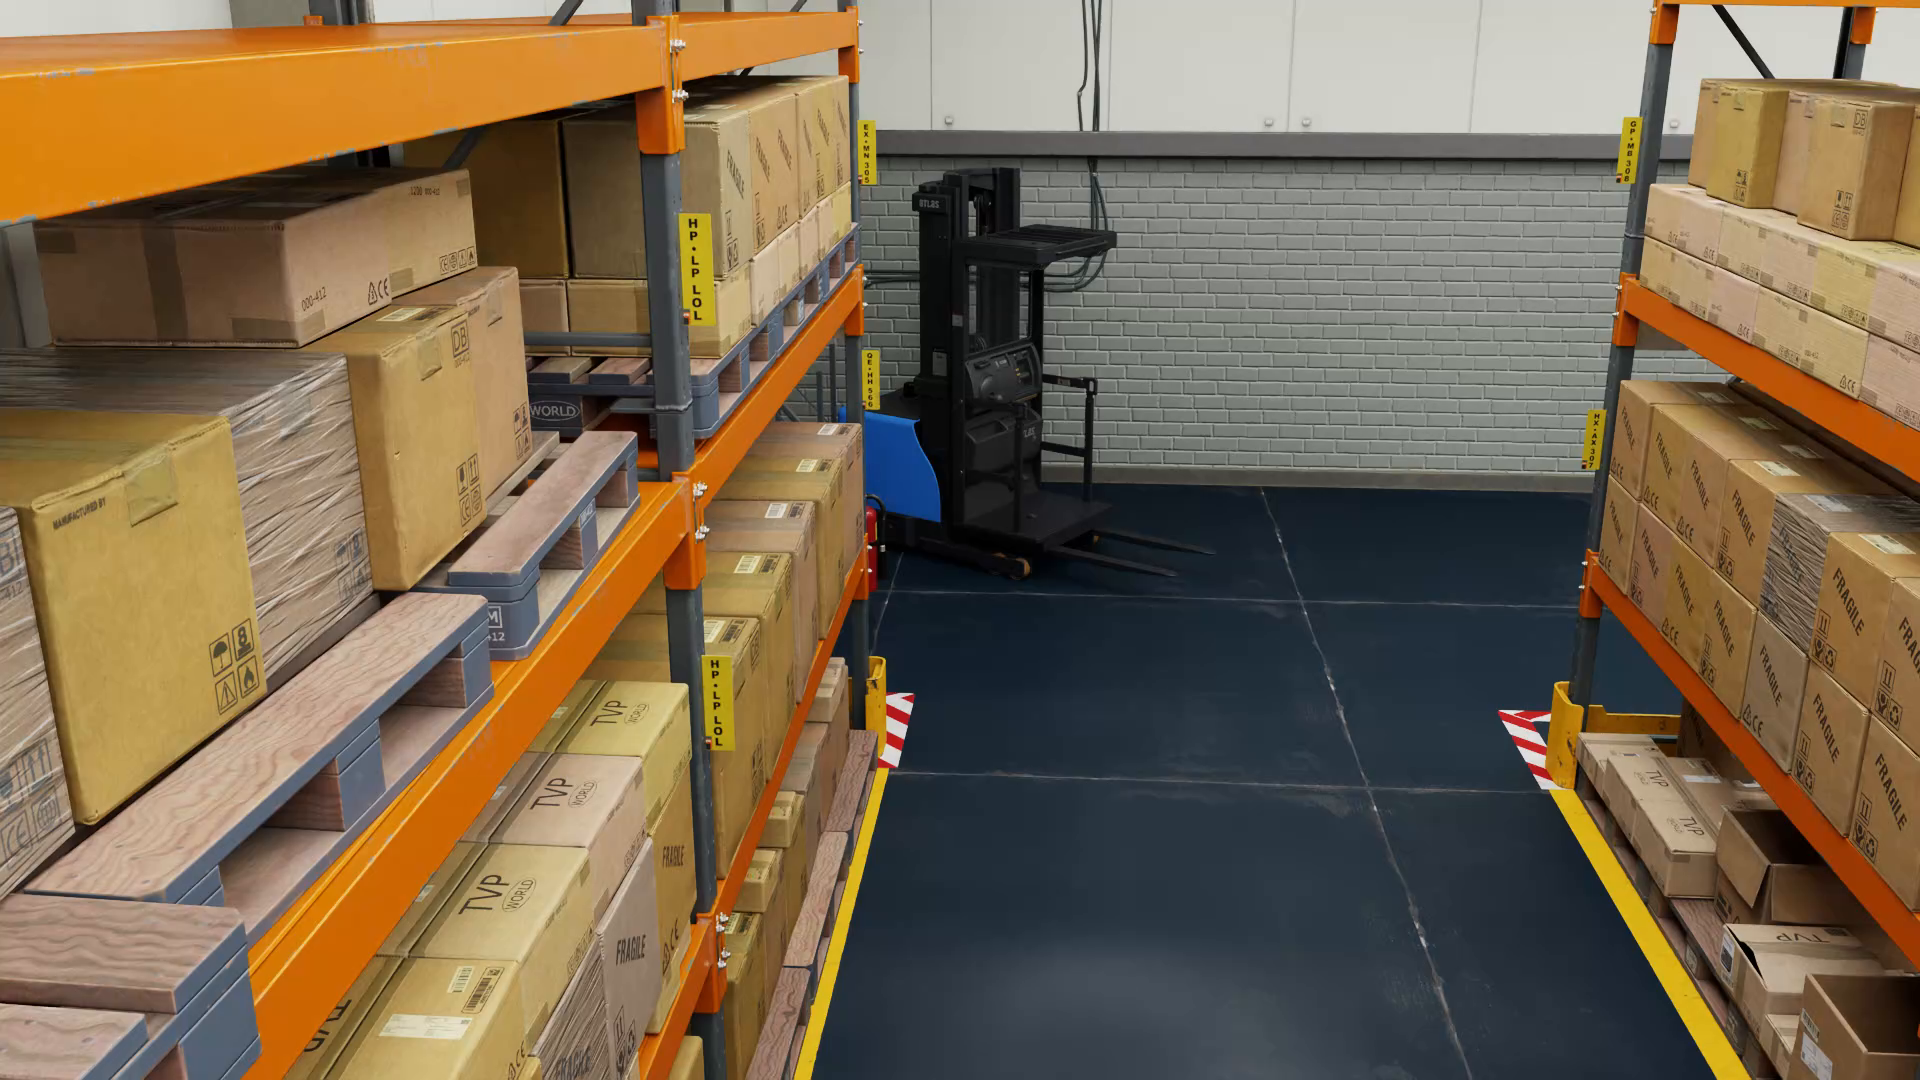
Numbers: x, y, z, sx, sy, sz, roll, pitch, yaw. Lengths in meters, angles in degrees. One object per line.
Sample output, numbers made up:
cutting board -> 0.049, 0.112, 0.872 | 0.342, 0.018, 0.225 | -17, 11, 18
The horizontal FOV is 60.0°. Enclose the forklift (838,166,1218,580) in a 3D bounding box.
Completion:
forklift -> 0.506, -1.280, 12.622 | 3.031, 2.935, 1.130 | 13, 22, 34

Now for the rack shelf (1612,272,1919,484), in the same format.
rack shelf -> 3.771, -0.572, 6.690 | 1.077, 0.370, 4.000 | 1, 18, 4

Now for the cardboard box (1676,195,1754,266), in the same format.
cardboard box -> 3.575, -1.393, 7.476 | 0.500, 0.250, 0.500 | 1, 18, 4

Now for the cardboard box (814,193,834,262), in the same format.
cardboard box -> -0.850, -1.425, 7.544 | 0.500, 0.250, 0.500 | 1, 18, 2

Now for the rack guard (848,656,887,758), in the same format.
rack guard -> -1.025, 0.961, 9.687 | 1.175, 0.500, 0.348 | 1, 18, 4

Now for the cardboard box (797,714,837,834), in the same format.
cardboard box -> -1.013, 1.144, 8.454 | 0.700, 0.500, 0.500 | 1, 18, 4

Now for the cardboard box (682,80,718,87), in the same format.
cardboard box -> -1.365, -1.791, 7.457 | 0.500, 0.500, 0.500 | 1, 18, 3

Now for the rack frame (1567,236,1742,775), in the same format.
rack frame -> 3.915, -0.110, 8.941 | 1.000, 3.000, 0.127 | 1, 18, 4

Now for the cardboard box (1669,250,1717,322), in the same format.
cardboard box -> 3.576, -1.155, 7.554 | 0.500, 0.250, 0.500 | 1, 18, 4

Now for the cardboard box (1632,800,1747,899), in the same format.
cardboard box -> 3.521, 1.461, 7.856 | 0.500, 0.250, 0.500 | 1, 18, 4

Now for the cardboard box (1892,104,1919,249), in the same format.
cardboard box -> 3.832, -1.275, 5.913 | 0.700, 0.500, 0.500 | 1, 18, 4

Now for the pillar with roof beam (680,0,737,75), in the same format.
pillar with roof beam -> 2.598, -3.832, 10.665 | 9.100, 9.000, 0.400 | 1, 18, 4

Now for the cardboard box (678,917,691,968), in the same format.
cardboard box -> -1.055, 1.244, 5.179 | 0.380, 0.149, 0.250 | 1, 18, 4

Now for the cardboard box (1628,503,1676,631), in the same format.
cardboard box -> 3.588, 0.135, 8.033 | 0.500, 0.500, 0.500 | 1, 18, 3

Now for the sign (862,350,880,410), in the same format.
sign -> -0.486, -0.865, 9.007 | 0.100, 0.325, 0.005 | 1, 18, 4

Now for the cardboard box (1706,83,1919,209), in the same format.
cardboard box -> 3.774, -1.744, 7.346 | 0.700, 0.500, 0.500 | 1, 18, 4

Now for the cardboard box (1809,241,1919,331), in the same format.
cardboard box -> 3.470, -0.927, 6.055 | 0.500, 0.250, 0.500 | 1, 18, 4

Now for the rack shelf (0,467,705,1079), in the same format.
rack shelf -> -1.456, 0.561, 3.232 | 1.077, 0.370, 4.000 | 1, 18, 4

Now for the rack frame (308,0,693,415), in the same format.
rack frame -> -1.313, -1.828, 4.549 | 1.000, 3.000, 0.127 | 1, 18, 4

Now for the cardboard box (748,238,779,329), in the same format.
cardboard box -> -0.950, -0.945, 6.077 | 0.500, 0.250, 0.500 | 1, 18, 3

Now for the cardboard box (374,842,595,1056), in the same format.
cardboard box -> -1.174, 0.936, 3.874 | 0.500, 0.250, 0.500 | 2, 18, 5

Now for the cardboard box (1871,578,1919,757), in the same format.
cardboard box -> 3.406, 0.447, 5.475 | 0.500, 0.500, 0.500 | 1, 18, 4

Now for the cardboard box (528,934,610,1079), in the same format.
cardboard box -> -1.166, 1.288, 4.004 | 0.500, 0.500, 0.500 | 1, 18, 4

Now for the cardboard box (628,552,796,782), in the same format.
cardboard box -> -1.200, 0.486, 6.641 | 0.980, 0.700, 0.700 | 1, 18, 3

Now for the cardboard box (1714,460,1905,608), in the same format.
cardboard box -> 3.514, -0.025, 6.915 | 0.500, 0.500, 0.500 | 1, 18, 3

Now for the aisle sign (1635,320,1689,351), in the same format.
aisle sign -> 3.627, -1.373, 8.620 | 0.394, 0.787, 0.004 | 1, 18, 4

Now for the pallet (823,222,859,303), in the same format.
pallet -> -1.069, -1.372, 8.117 | 1.003, 0.211, 1.213 | 1, 18, 4

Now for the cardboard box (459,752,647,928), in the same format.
cardboard box -> -1.138, 0.778, 4.357 | 0.500, 0.250, 0.500 | 2, 18, 5

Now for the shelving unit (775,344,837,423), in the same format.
shelving unit -> -1.272, -0.711, 13.184 | 0.538, 1.500, 1.048 | 0, 18, 1

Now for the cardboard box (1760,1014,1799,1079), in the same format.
cardboard box -> 3.353, 1.977, 6.444 | 0.380, 0.149, 0.250 | 1, 18, 4

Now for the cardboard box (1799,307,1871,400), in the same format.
cardboard box -> 3.471, -0.689, 6.132 | 0.500, 0.250, 0.500 | 1, 18, 4

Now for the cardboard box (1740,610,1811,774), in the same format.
cardboard box -> 3.478, 0.604, 6.601 | 0.500, 0.500, 0.500 | 2, 18, 5

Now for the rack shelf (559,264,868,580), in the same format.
rack shelf -> -1.170, -0.682, 7.024 | 1.077, 0.370, 4.000 | 1, 18, 4

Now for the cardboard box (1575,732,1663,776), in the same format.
cardboard box -> 3.542, 1.158, 8.943 | 0.380, 0.149, 0.250 | 1, 18, 4

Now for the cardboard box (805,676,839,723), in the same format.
cardboard box -> -0.822, 0.804, 8.451 | 0.380, 0.149, 0.250 | 2, 18, 5

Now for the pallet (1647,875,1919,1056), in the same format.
pallet -> 3.763, 1.865, 7.394 | 1.003, 0.211, 1.213 | 1, 18, 4

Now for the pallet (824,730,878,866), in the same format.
pallet -> -1.006, 1.356, 8.946 | 1.003, 0.211, 1.213 | 1, 18, 4

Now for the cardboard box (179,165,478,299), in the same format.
cardboard box -> -1.507, -0.745, 3.990 | 0.500, 0.250, 0.500 | 3, 18, 8

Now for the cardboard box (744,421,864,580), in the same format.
cardboard box -> -1.053, -0.203, 8.744 | 0.980, 0.700, 0.700 | 2, 18, 6

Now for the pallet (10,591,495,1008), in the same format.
pallet -> -1.529, 0.381, 2.928 | 1.003, 0.211, 1.213 | 2, 18, 6

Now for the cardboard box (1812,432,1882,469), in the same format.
cardboard box -> 4.089, -0.170, 7.358 | 0.500, 0.500, 0.500 | 2, 18, 5

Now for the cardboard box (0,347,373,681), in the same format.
cardboard box -> -1.561, -0.059, 3.103 | 0.700, 0.500, 0.500 | 1, 18, 4

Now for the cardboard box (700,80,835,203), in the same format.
cardboard box -> -0.853, -1.788, 7.447 | 0.500, 0.500, 0.500 | 2, 18, 6

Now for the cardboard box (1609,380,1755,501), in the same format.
cardboard box -> 3.620, -0.500, 8.367 | 0.500, 0.500, 0.500 | 2, 18, 6

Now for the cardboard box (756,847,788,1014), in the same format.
cardboard box -> -1.118, 1.626, 6.985 | 0.700, 0.500, 0.500 | 1, 18, 3

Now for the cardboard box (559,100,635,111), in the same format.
cardboard box -> -1.459, -1.317, 6.009 | 0.500, 0.500, 0.500 | 1, 18, 2

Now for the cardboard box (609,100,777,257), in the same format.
cardboard box -> -0.952, -1.309, 5.986 | 0.500, 0.500, 0.500 | 1, 18, 3

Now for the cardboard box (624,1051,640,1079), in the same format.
cardboard box -> -1.073, 1.486, 4.442 | 0.380, 0.149, 0.250 | 1, 18, 4

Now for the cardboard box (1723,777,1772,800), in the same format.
cardboard box -> 4.003, 1.326, 8.403 | 0.380, 0.166, 0.250 | 1, 18, 4

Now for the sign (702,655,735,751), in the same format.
sign -> -0.771, 0.520, 5.287 | 0.100, 0.325, 0.005 | 1, 18, 4
